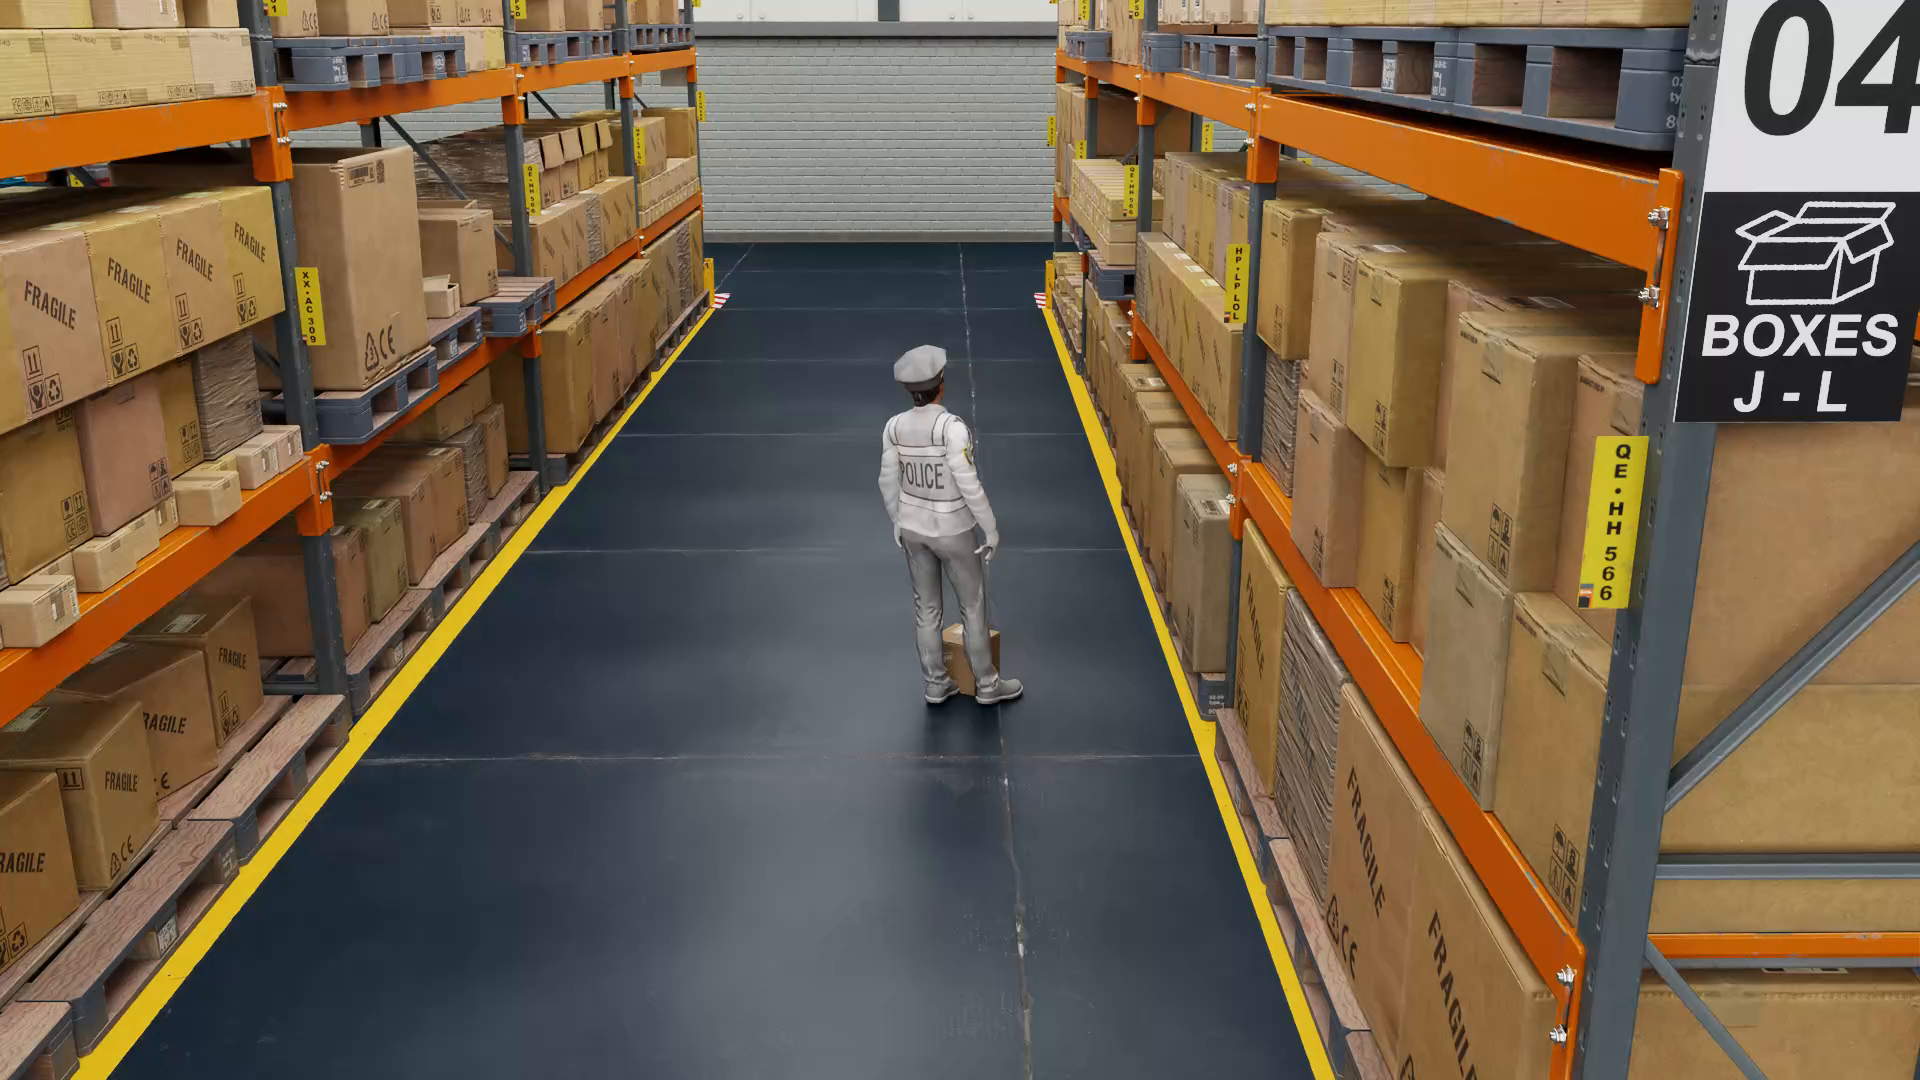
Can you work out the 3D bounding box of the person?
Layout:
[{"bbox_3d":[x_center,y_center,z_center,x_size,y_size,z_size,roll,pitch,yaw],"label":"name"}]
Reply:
[{"bbox_3d":[-0.061,-0.064,7.665,0.587,1.694,0.530,11,20,31],"label":"person"}]
